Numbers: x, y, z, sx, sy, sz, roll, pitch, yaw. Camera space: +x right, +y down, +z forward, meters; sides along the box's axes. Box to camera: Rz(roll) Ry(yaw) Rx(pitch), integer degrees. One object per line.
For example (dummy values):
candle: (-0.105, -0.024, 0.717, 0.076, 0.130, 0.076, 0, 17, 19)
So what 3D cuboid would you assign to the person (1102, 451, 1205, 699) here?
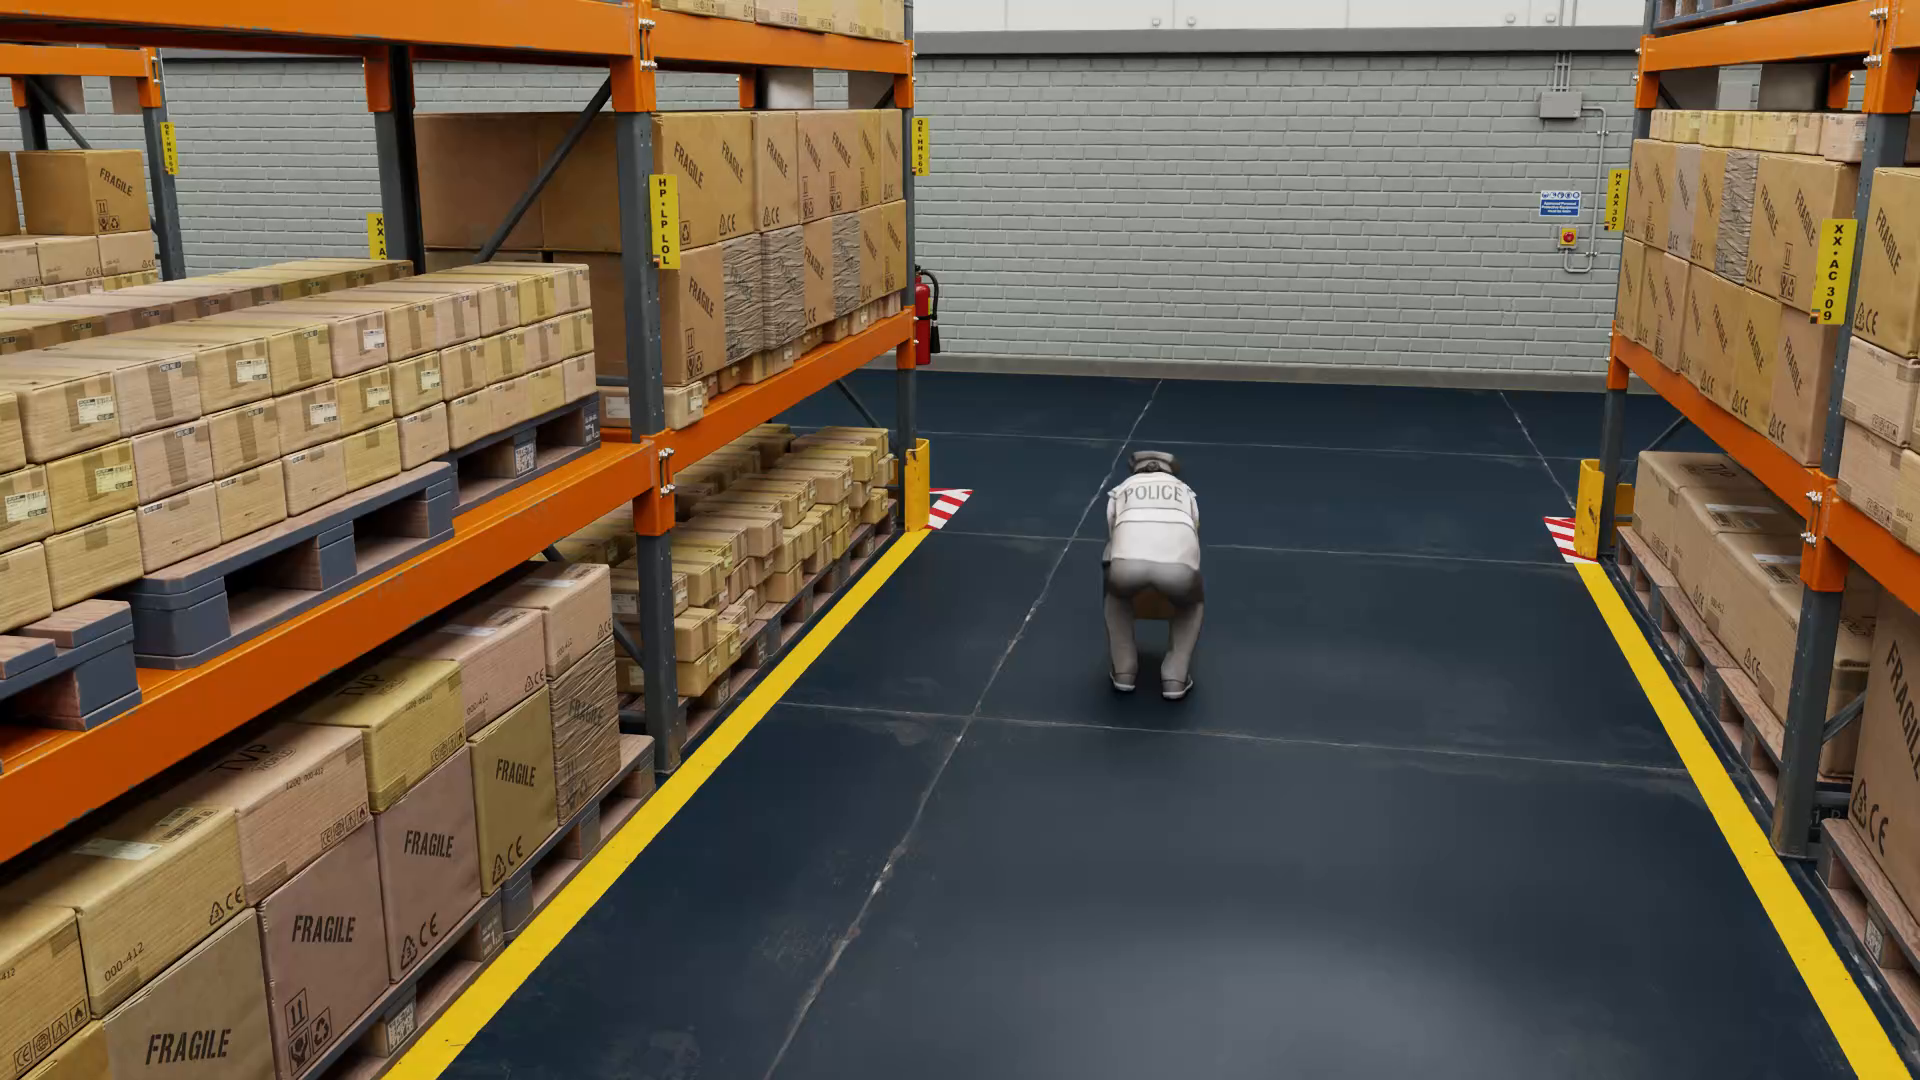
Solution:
person: (0.854, 0.145, 7.322, 0.457, 0.977, 0.916, 2, 15, 9)
